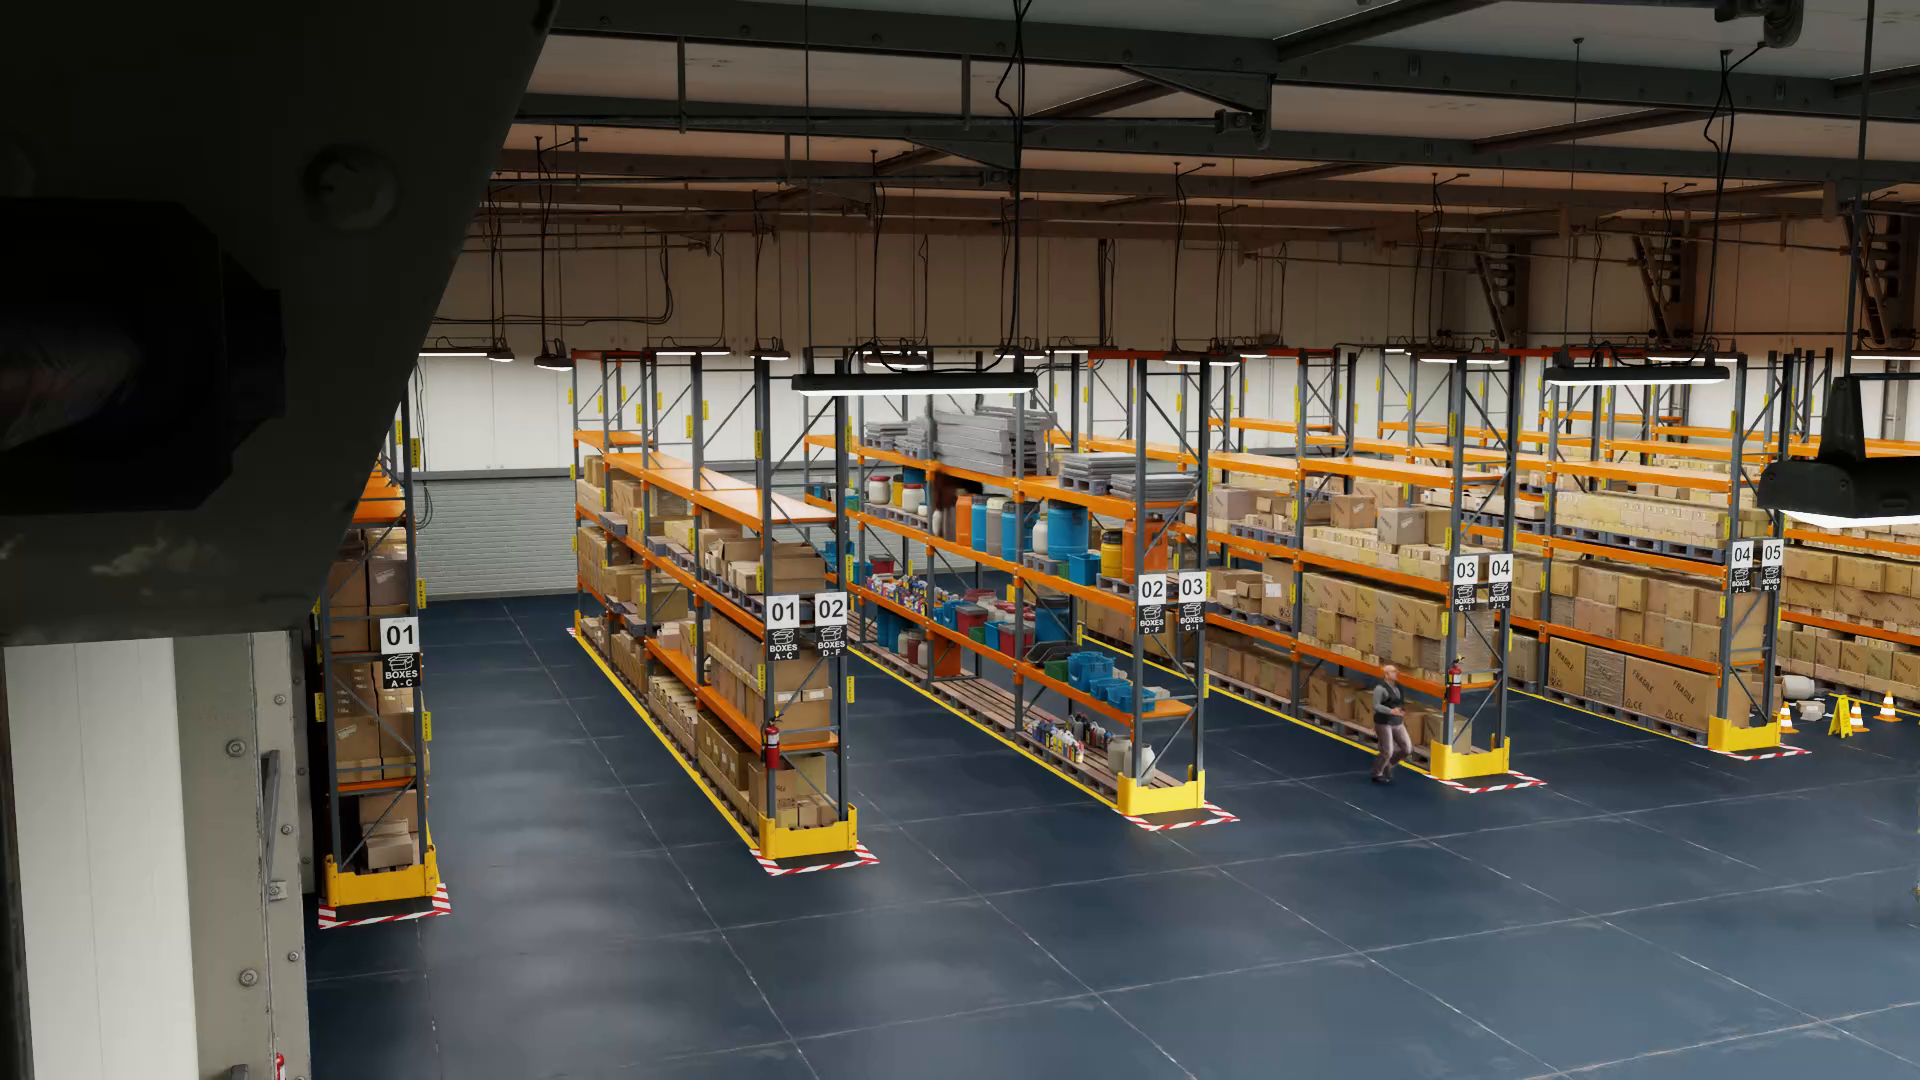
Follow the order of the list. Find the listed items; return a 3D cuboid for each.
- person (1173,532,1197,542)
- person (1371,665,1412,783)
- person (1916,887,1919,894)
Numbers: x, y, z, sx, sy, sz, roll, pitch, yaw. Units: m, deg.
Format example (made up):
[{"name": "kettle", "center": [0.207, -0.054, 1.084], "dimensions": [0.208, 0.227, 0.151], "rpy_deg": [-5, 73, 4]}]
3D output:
[{"name": "person", "center": [5.463, 0.352, 40.942], "dimensions": [0.716, 1.755, 0.948], "rpy_deg": [7, 10, 44]}, {"name": "person", "center": [6.059, 2.597, 23.297], "dimensions": [0.665, 1.701, 0.600], "rpy_deg": [-5, 9, -37]}, {"name": "person", "center": [10.758, 3.268, 17.816], "dimensions": [0.795, 1.732, 0.712], "rpy_deg": [1, 7, 6]}]
